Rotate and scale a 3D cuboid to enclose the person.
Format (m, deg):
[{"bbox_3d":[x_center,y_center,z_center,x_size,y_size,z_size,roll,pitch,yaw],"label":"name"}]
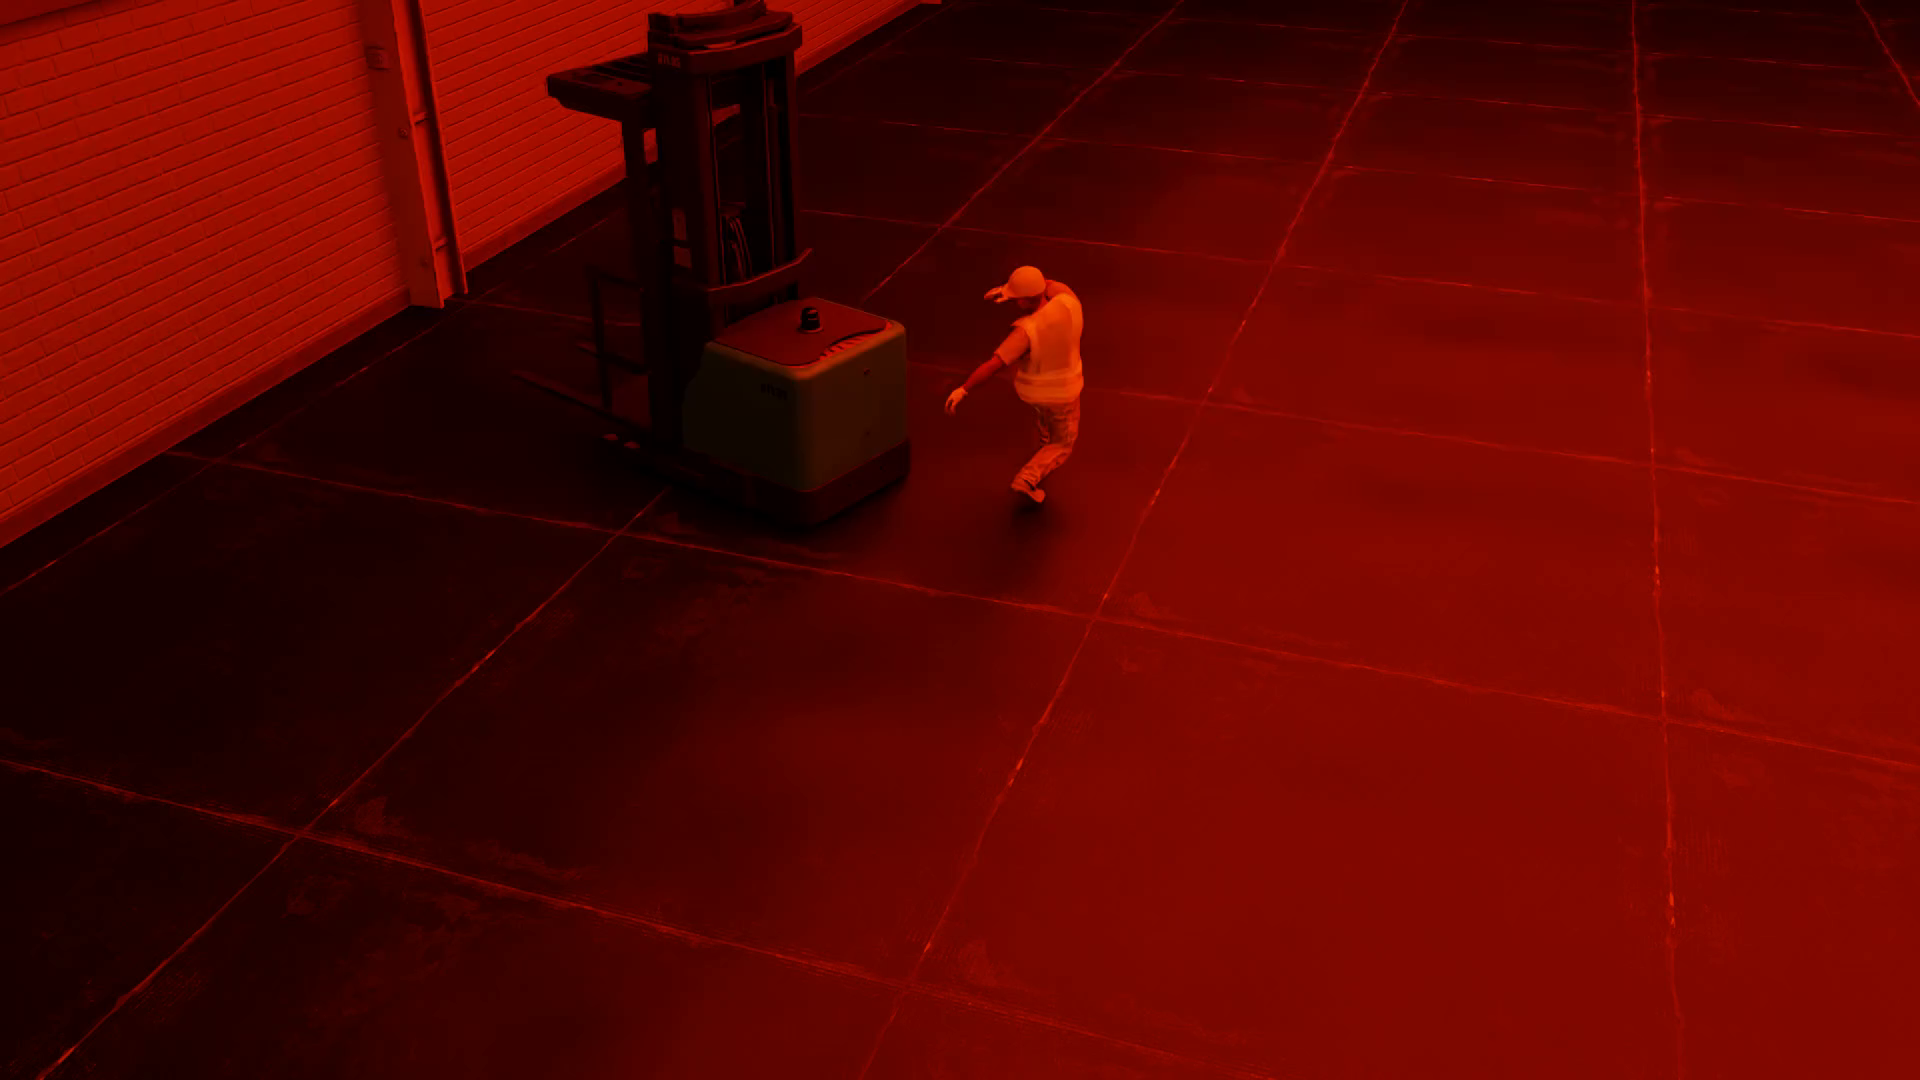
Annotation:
[{"bbox_3d":[0.350,-1.023,10.406,0.843,1.513,0.993,2,30,3],"label":"person"}]

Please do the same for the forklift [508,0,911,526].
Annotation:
[{"bbox_3d":[-1.791,-1.939,10.537,3.031,2.935,1.130,21,36,32],"label":"forklift"}]
